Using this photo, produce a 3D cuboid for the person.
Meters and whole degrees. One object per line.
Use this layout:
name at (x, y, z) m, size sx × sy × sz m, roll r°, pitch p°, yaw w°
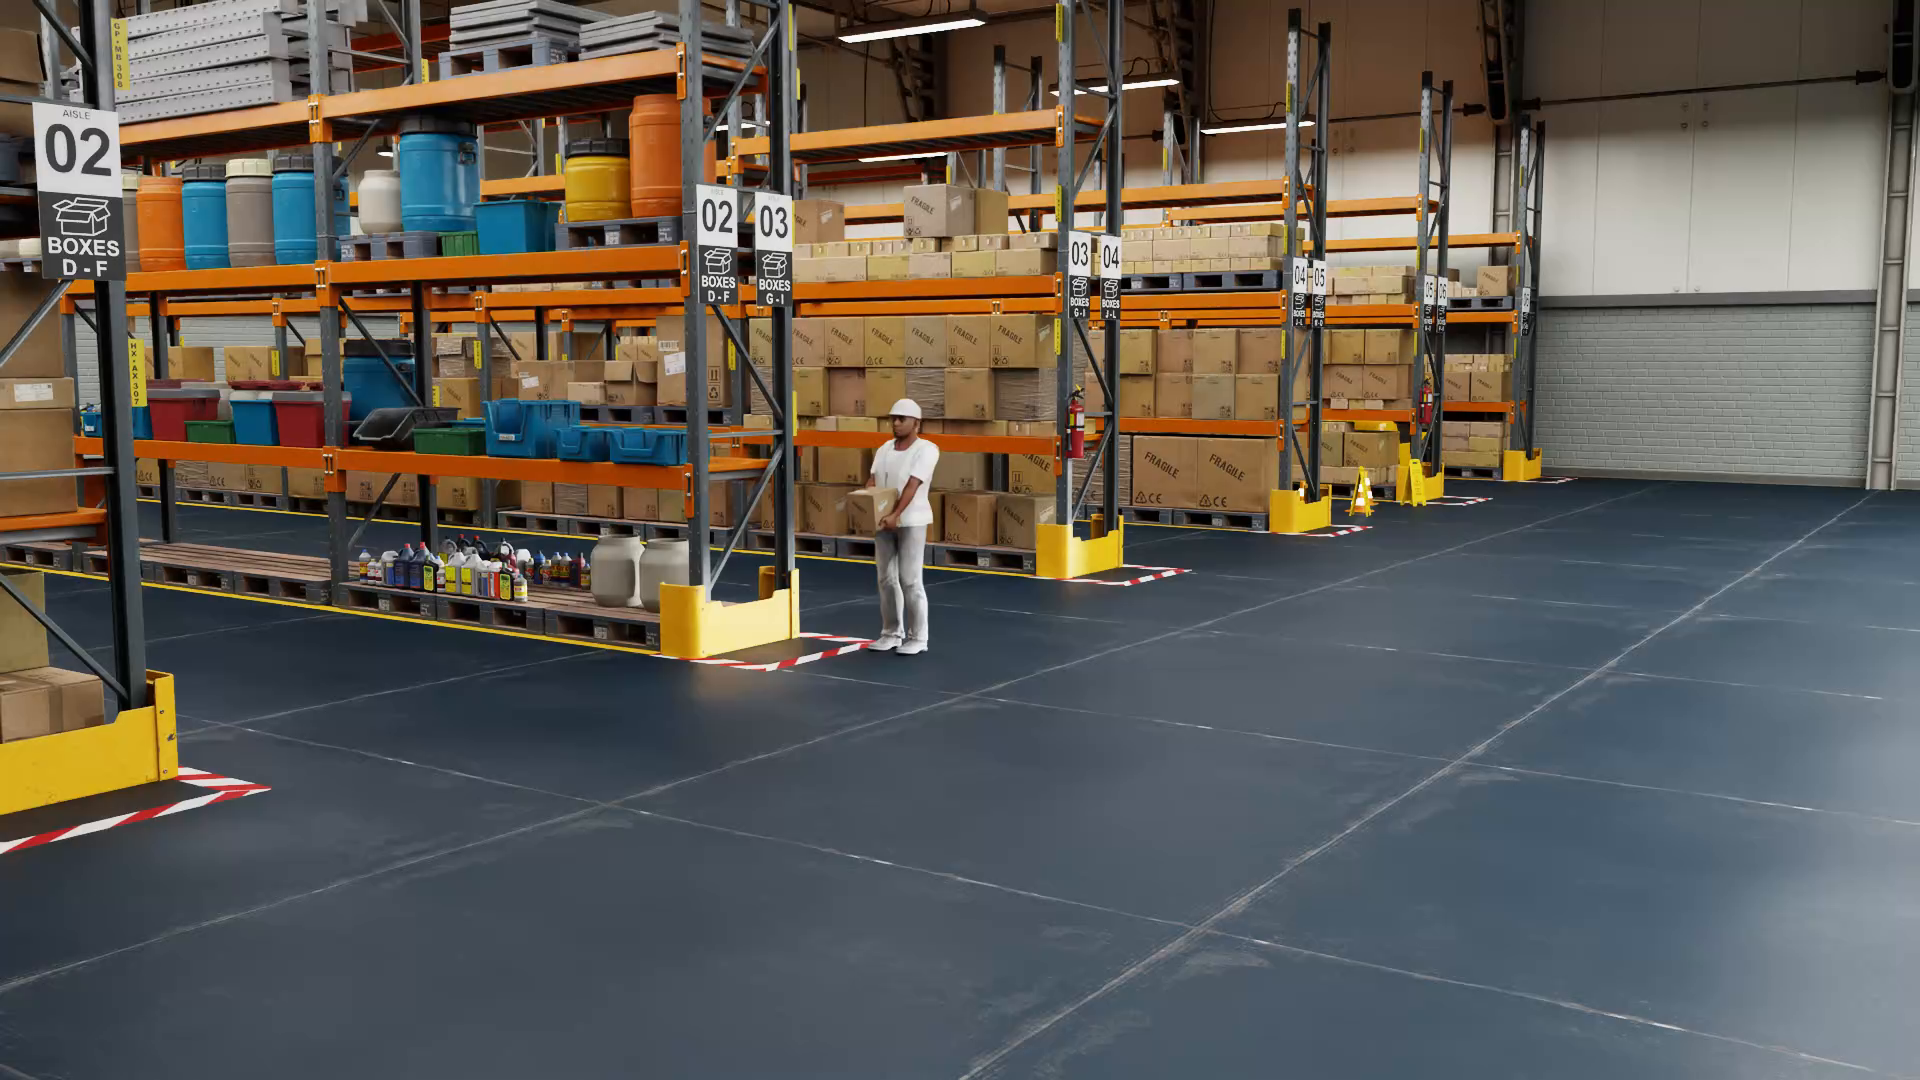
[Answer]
person at (-0.461, -0.090, 11.508) m, size 0.505 × 1.763 × 0.559 m, roll 5°, pitch 8°, yaw 41°
